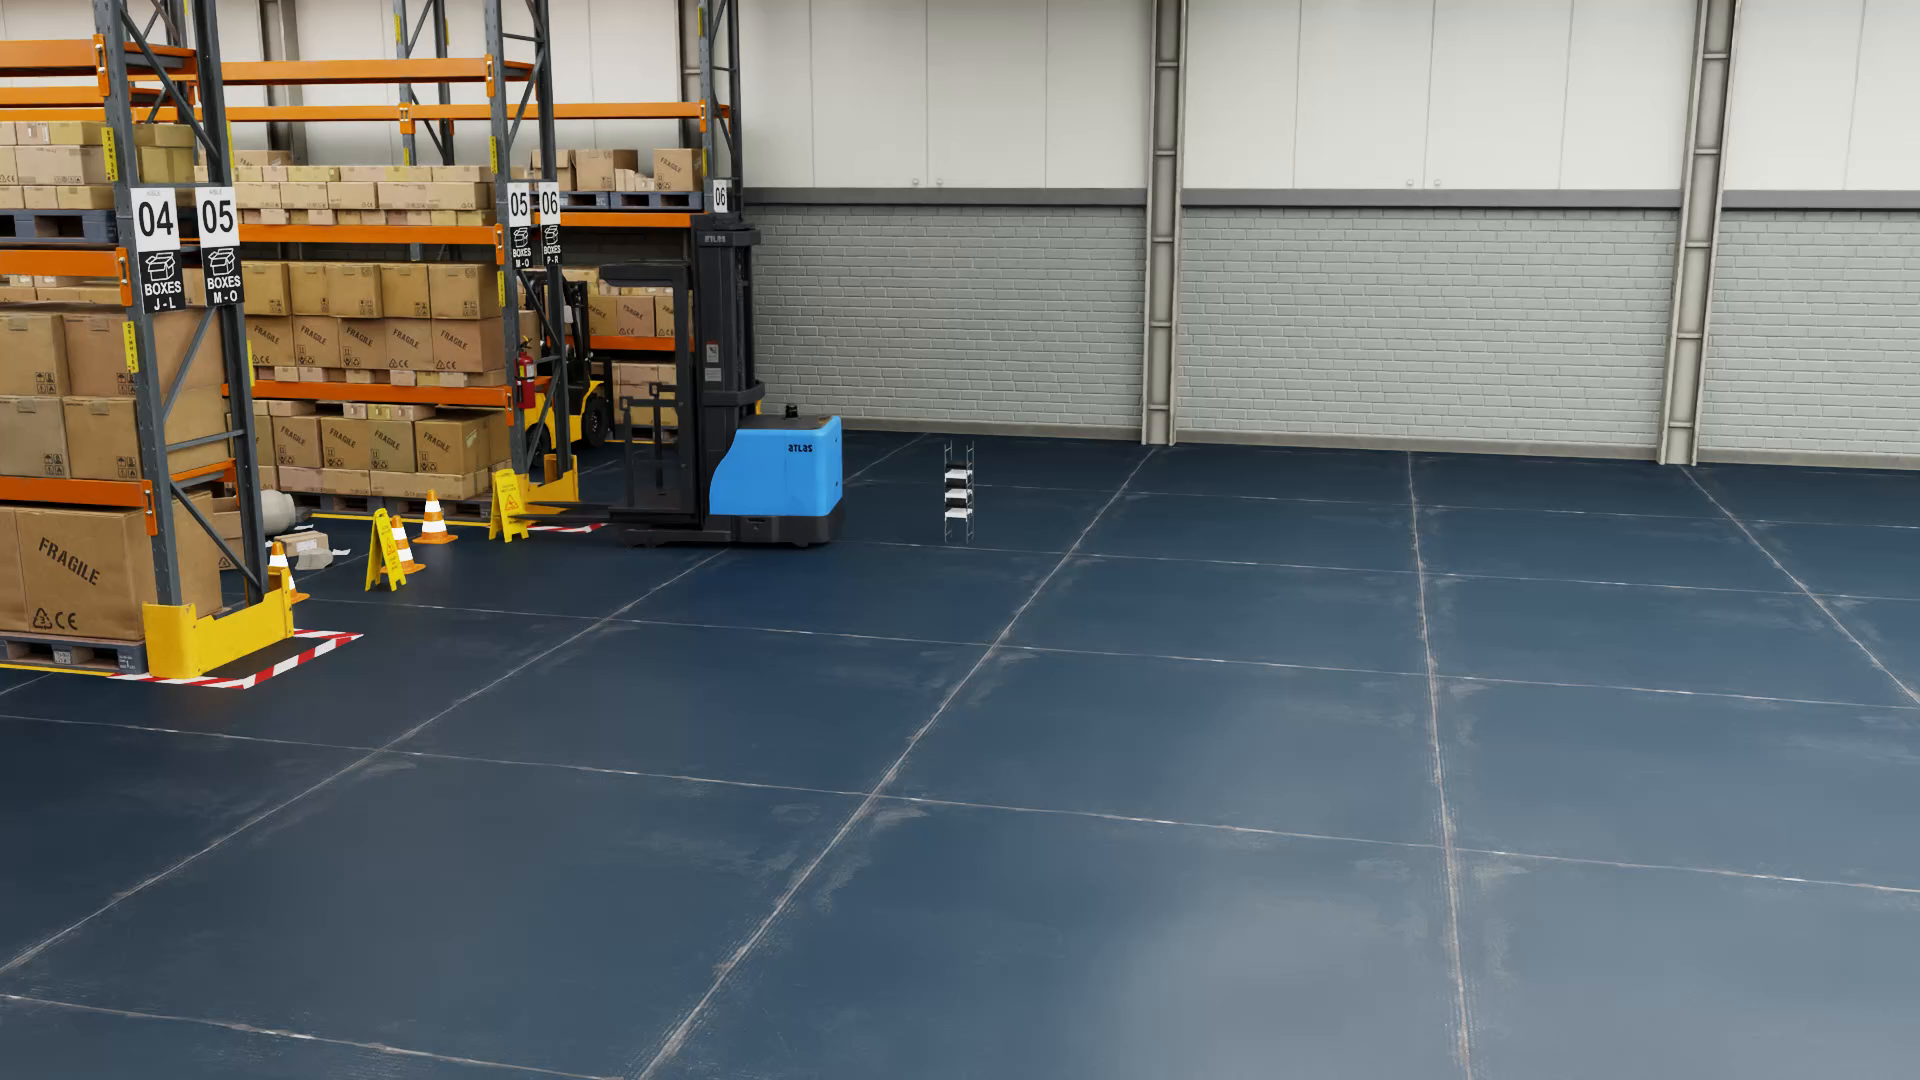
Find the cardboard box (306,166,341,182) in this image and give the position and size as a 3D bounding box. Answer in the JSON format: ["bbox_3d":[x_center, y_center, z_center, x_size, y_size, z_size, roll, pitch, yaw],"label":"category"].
[{"bbox_3d":[-5.976,-3.473,15.775,0.250,0.149,0.380,3,13,15],"label":"cardboard box"}]

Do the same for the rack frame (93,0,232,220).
[{"bbox_3d":[-5.168,-3.596,10.668,0.127,3.000,1.000,3,13,14],"label":"rack frame"}]

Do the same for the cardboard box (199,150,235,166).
[{"bbox_3d":[-9.503,-4.846,21.794,0.500,0.500,0.700,3,13,12],"label":"cardboard box"}]

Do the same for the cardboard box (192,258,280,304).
[{"bbox_3d":[-7.098,-2.504,16.368,0.500,0.500,0.700,3,13,14],"label":"cardboard box"}]

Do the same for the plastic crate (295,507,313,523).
[{"bbox_3d":[-6.636,-0.242,16.140,0.583,0.080,0.402,-1,13,-6],"label":"plastic crate"}]

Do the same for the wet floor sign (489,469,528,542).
[{"bbox_3d":[-4.152,-0.330,15.229,0.232,0.644,0.267,8,15,33],"label":"wet floor sign"}]

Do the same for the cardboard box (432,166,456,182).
[{"bbox_3d":[-4.720,-3.422,15.545,0.250,0.149,0.380,3,13,15],"label":"cardboard box"}]

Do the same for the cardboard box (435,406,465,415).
[{"bbox_3d":[-5.329,-1.070,16.778,0.500,0.500,0.500,3,13,11],"label":"cardboard box"}]

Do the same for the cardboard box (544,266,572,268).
[{"bbox_3d":[-5.160,-3.450,21.442,0.250,0.149,0.380,3,13,13],"label":"cardboard box"}]

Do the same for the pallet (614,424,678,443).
[{"bbox_3d":[-3.647,-1.427,21.180,1.213,0.211,1.003,3,13,14],"label":"pallet"}]

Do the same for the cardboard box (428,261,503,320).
[{"bbox_3d":[-4.628,-2.377,15.794,0.500,0.500,0.700,3,13,12],"label":"cardboard box"}]

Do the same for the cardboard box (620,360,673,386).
[{"bbox_3d":[-3.913,-2.092,20.808,0.500,0.250,0.500,3,13,15],"label":"cardboard box"}]

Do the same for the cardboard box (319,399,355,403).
[{"bbox_3d":[-8.039,-2.078,22.186,0.625,0.625,0.875,3,13,13],"label":"cardboard box"}]

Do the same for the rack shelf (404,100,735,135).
[{"bbox_3d":[-4.836,-5.244,20.678,4.000,0.370,1.077,3,13,14],"label":"rack shelf"}]

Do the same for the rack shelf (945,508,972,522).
[{"bbox_3d":[-0.008,-0.231,15.184,0.200,0.077,0.258,3,13,14],"label":"rack shelf"}]

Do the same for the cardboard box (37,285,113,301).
[{"bbox_3d":[-8.949,-2.322,16.885,0.500,0.500,0.500,3,13,14],"label":"cardboard box"}]

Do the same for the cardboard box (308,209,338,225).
[{"bbox_3d":[-5.995,-3.086,15.870,0.250,0.149,0.380,3,13,13],"label":"cardboard box"}]

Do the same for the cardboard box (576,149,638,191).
[{"bbox_3d":[-4.353,-4.571,20.553,0.500,0.500,0.700,3,13,14],"label":"cardboard box"}]

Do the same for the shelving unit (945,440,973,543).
[{"bbox_3d":[-0.008,-0.440,15.138,0.210,0.900,0.258,3,13,14],"label":"shelving unit"}]

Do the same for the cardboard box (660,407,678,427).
[{"bbox_3d":[-3.426,-1.578,20.801,0.500,0.250,0.500,3,13,14],"label":"cardboard box"}]

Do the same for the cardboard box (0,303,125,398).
[{"bbox_3d":[-6.075,-1.305,11.349,0.550,0.550,0.875,3,13,14],"label":"cardboard box"}]

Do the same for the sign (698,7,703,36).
[{"bbox_3d":[-3.038,-6.068,19.468,0.005,0.325,0.100,3,13,14],"label":"sign"}]

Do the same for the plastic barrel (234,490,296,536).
[{"bbox_3d":[-6.448,-0.245,15.360,0.512,0.421,0.421,-9,15,-35],"label":"plastic barrel"}]

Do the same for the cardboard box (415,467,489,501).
[{"bbox_3d":[-4.953,-0.563,16.225,0.500,0.250,0.500,3,13,13],"label":"cardboard box"}]

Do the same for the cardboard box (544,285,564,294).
[{"bbox_3d":[-5.035,-3.175,20.888,0.250,0.149,0.380,3,13,12],"label":"cardboard box"}]

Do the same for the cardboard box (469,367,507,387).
[{"bbox_3d":[-4.494,-1.566,15.945,0.250,0.149,0.380,4,13,15],"label":"cardboard box"}]

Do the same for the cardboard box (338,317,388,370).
[{"bbox_3d":[-5.643,-1.932,16.097,0.500,0.500,0.500,3,13,13],"label":"cardboard box"}]

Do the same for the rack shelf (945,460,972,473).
[{"bbox_3d":[-0.008,-0.671,15.087,0.200,0.077,0.258,3,13,14],"label":"rack shelf"}]

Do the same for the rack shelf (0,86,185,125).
[{"bbox_3d":[-9.905,-4.407,16.908,4.000,0.370,1.077,3,13,14],"label":"rack shelf"}]

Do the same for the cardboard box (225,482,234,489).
[{"bbox_3d":[-7.455,-0.697,16.827,0.500,0.250,0.500,2,13,11],"label":"cardboard box"}]

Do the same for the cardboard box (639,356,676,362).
[{"bbox_3d":[-3.802,-2.198,21.288,0.500,0.250,0.500,3,13,14],"label":"cardboard box"}]

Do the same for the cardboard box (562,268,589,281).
[{"bbox_3d":[-4.783,-3.321,20.862,0.250,0.149,0.380,3,13,14],"label":"cardboard box"}]

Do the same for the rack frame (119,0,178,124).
[{"bbox_3d":[-10.661,-6.102,21.960,0.127,3.000,1.000,3,13,14],"label":"rack frame"}]

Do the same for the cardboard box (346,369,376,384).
[{"bbox_3d":[-5.753,-1.617,16.178,0.250,0.149,0.380,3,13,13],"label":"cardboard box"}]

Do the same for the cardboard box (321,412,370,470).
[{"bbox_3d":[-5.916,-0.983,16.388,0.500,0.500,0.500,3,13,12],"label":"cardboard box"}]

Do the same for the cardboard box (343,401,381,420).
[{"bbox_3d":[-5.792,-1.279,16.221,0.250,0.149,0.380,4,13,16],"label":"cardboard box"}]

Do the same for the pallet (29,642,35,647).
[{"bbox_3d":[-7.144,0.605,12.020,1.213,0.211,1.003,3,13,14],"label":"pallet"}]

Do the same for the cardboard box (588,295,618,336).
[{"bbox_3d":[-4.434,-2.832,20.843,0.500,0.500,0.500,3,13,12],"label":"cardboard box"}]

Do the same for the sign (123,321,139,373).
[{"bbox_3d":[-5.311,-1.235,10.655,0.005,0.325,0.100,3,13,14],"label":"sign"}]

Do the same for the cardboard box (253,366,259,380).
[{"bbox_3d":[-6.980,-1.685,16.484,0.250,0.149,0.380,3,13,15],"label":"cardboard box"}]

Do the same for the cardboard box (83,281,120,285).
[{"bbox_3d":[-8.836,-2.431,17.378,0.500,0.500,0.500,3,13,14],"label":"cardboard box"}]

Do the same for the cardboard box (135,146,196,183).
[{"bbox_3d":[-5.575,-2.537,11.276,0.500,0.250,0.500,3,13,13],"label":"cardboard box"}]

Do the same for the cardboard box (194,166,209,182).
[{"bbox_3d":[-7.222,-3.544,16.098,0.250,0.149,0.380,3,13,12],"label":"cardboard box"}]

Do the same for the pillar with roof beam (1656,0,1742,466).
[{"bbox_3d":[7.265,-4.384,14.218,0.400,9.000,9.100,3,13,14],"label":"pillar with roof beam"}]

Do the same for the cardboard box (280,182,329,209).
[{"bbox_3d":[-6.125,-3.298,15.908,0.500,0.250,0.500,3,13,14],"label":"cardboard box"}]

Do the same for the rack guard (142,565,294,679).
[{"bbox_3d":[-5.145,0.554,11.583,0.348,0.500,1.175,3,13,14],"label":"rack guard"}]

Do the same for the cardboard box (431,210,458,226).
[{"bbox_3d":[-4.743,-3.021,15.581,0.250,0.149,0.380,3,13,14],"label":"cardboard box"}]

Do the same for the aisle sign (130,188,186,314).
[{"bbox_3d":[-5.171,-1.870,10.735,0.004,0.787,0.394,3,13,14],"label":"aisle sign"}]

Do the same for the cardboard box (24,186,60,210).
[{"bbox_3d":[-5.816,-2.222,10.780,0.250,0.149,0.380,3,13,14],"label":"cardboard box"}]

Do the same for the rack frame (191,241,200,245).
[{"bbox_3d":[-7.964,-1.921,16.968,0.127,3.000,1.000,3,13,14],"label":"rack frame"}]

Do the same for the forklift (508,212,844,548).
[{"bbox_3d":[-2.640,-1.475,15.113,3.031,2.935,1.130,1,13,5],"label":"forklift"}]

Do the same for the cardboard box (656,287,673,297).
[{"bbox_3d":[-3.553,-3.089,20.504,0.250,0.149,0.380,3,13,14],"label":"cardboard box"}]
